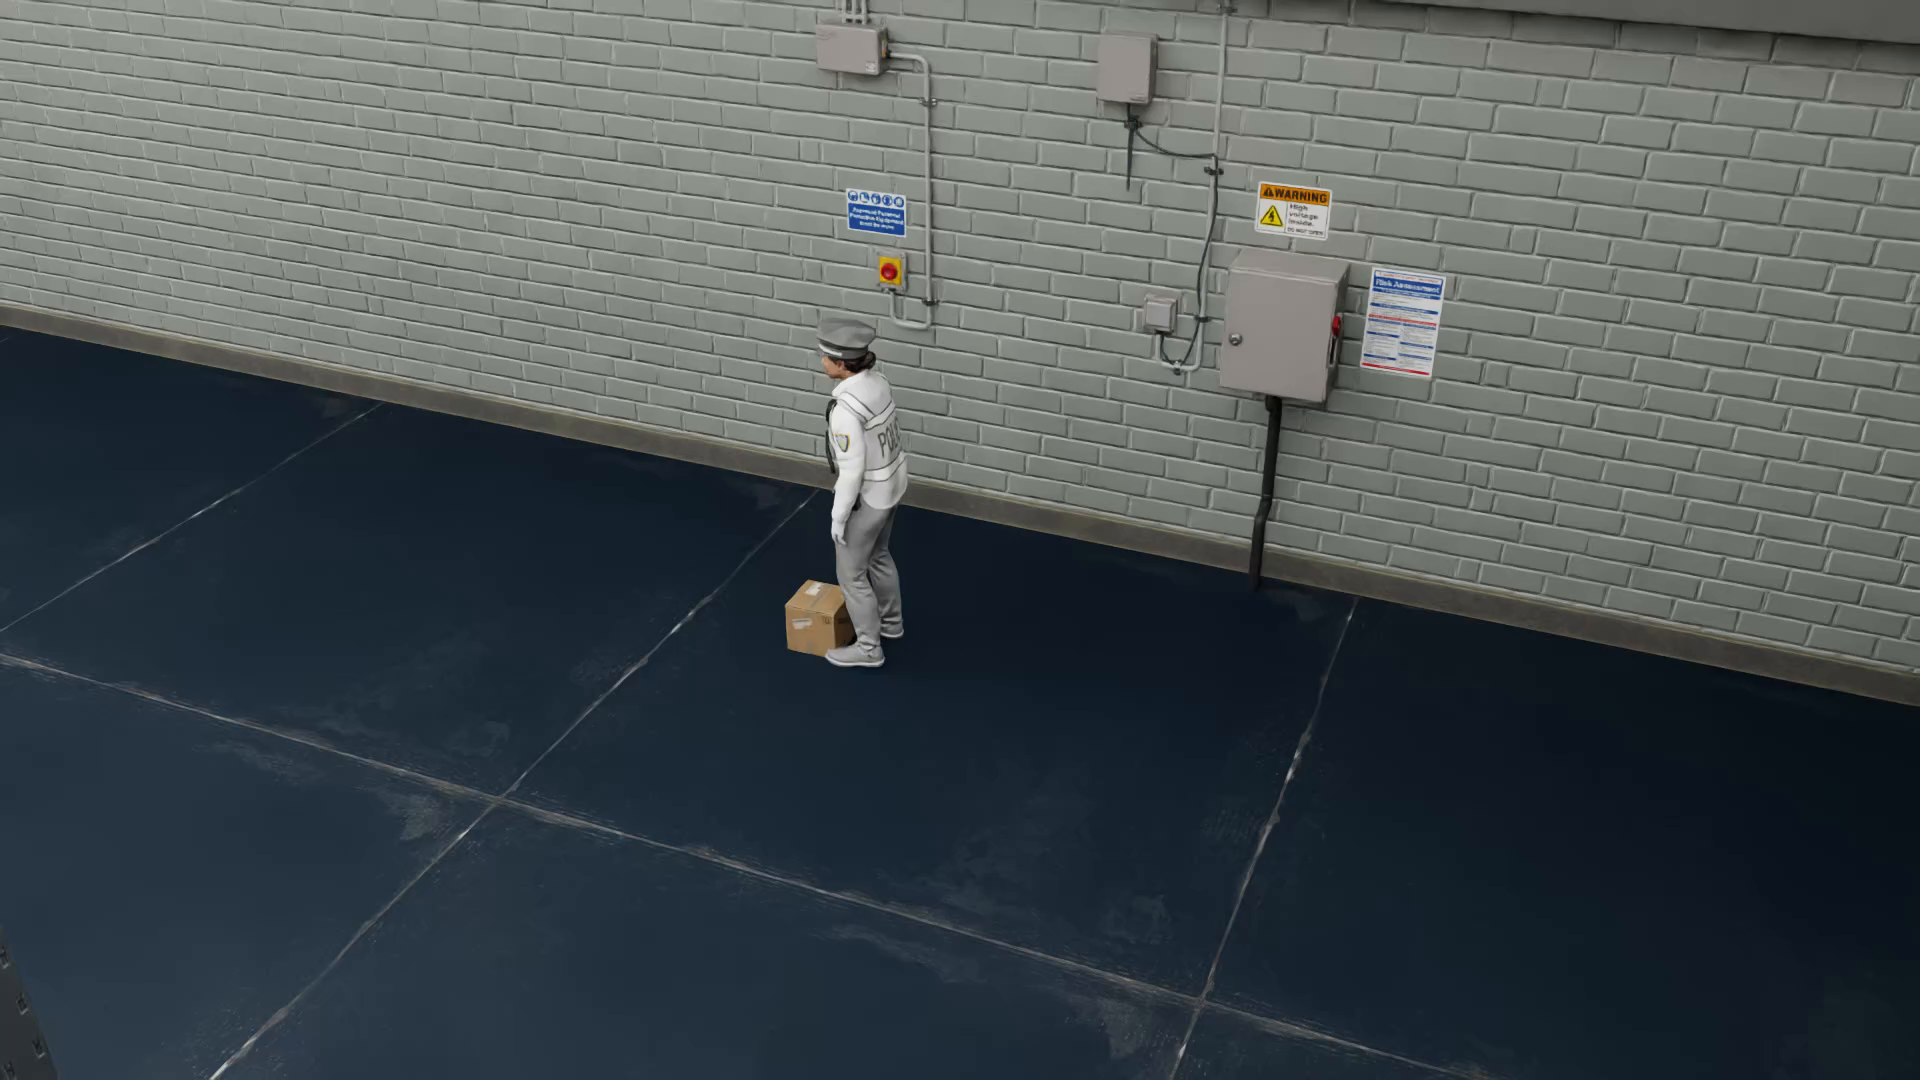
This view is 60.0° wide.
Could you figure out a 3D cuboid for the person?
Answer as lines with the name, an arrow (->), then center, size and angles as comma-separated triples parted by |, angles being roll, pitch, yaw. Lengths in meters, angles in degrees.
person -> -0.435, -0.193, 7.459 | 0.371, 1.666, 0.547 | 10, 31, 16
